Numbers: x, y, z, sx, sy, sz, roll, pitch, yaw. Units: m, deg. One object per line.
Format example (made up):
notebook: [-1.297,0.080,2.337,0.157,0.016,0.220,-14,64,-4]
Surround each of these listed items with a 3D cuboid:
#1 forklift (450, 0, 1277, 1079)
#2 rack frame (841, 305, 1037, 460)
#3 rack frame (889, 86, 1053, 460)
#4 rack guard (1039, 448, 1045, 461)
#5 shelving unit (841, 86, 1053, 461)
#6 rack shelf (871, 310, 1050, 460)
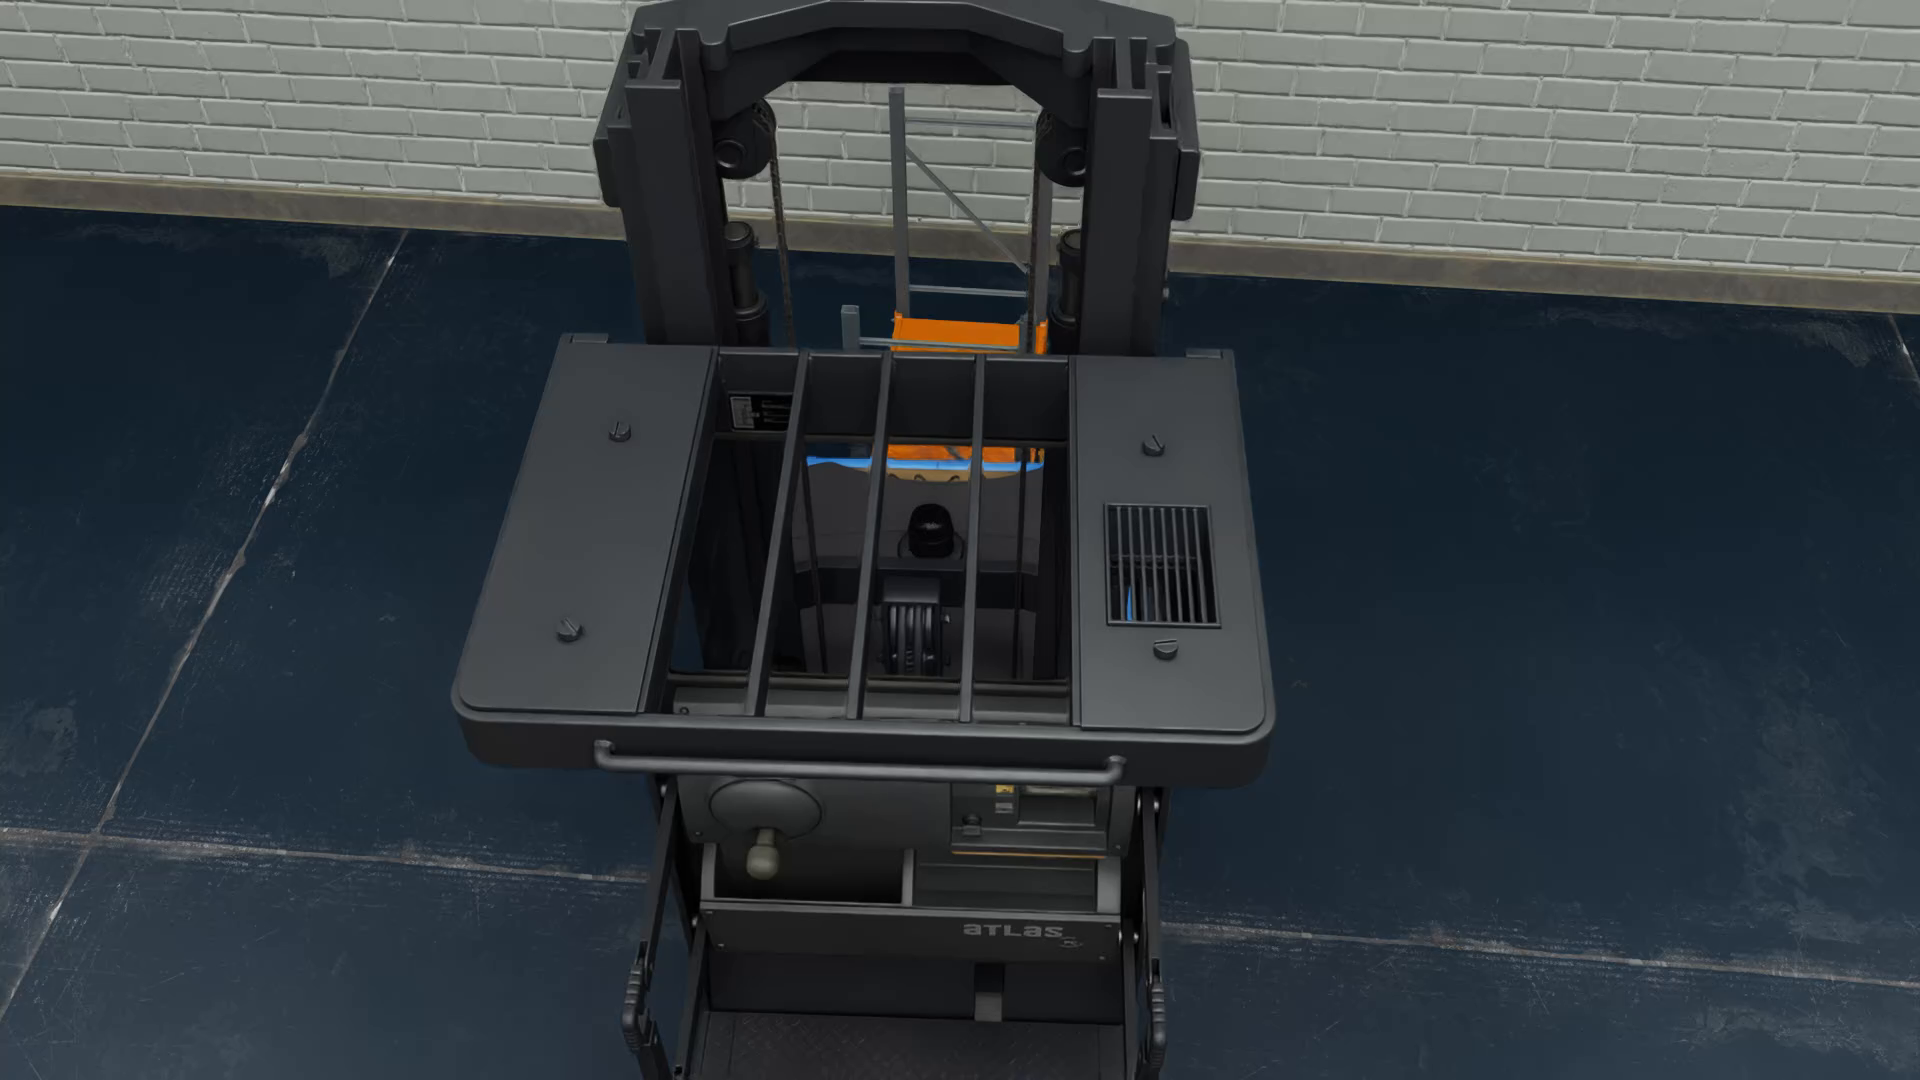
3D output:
forklift: [-0.115,0.599,3.216,1.130,2.935,3.031,2,48,1]
rack frame: [-0.054,-0.070,4.798,0.500,1.500,0.032,4,48,4]
rack frame: [0.039,-0.817,5.481,0.500,1.500,0.032,4,48,4]
rack guard: [0.038,-0.394,5.941,0.587,0.250,0.087,4,48,4]
shelving unit: [-0.007,-0.450,5.145,0.587,1.500,1.083,4,48,4]
rack shelf: [-0.008,-0.322,5.272,0.538,0.185,1.000,4,48,4]
